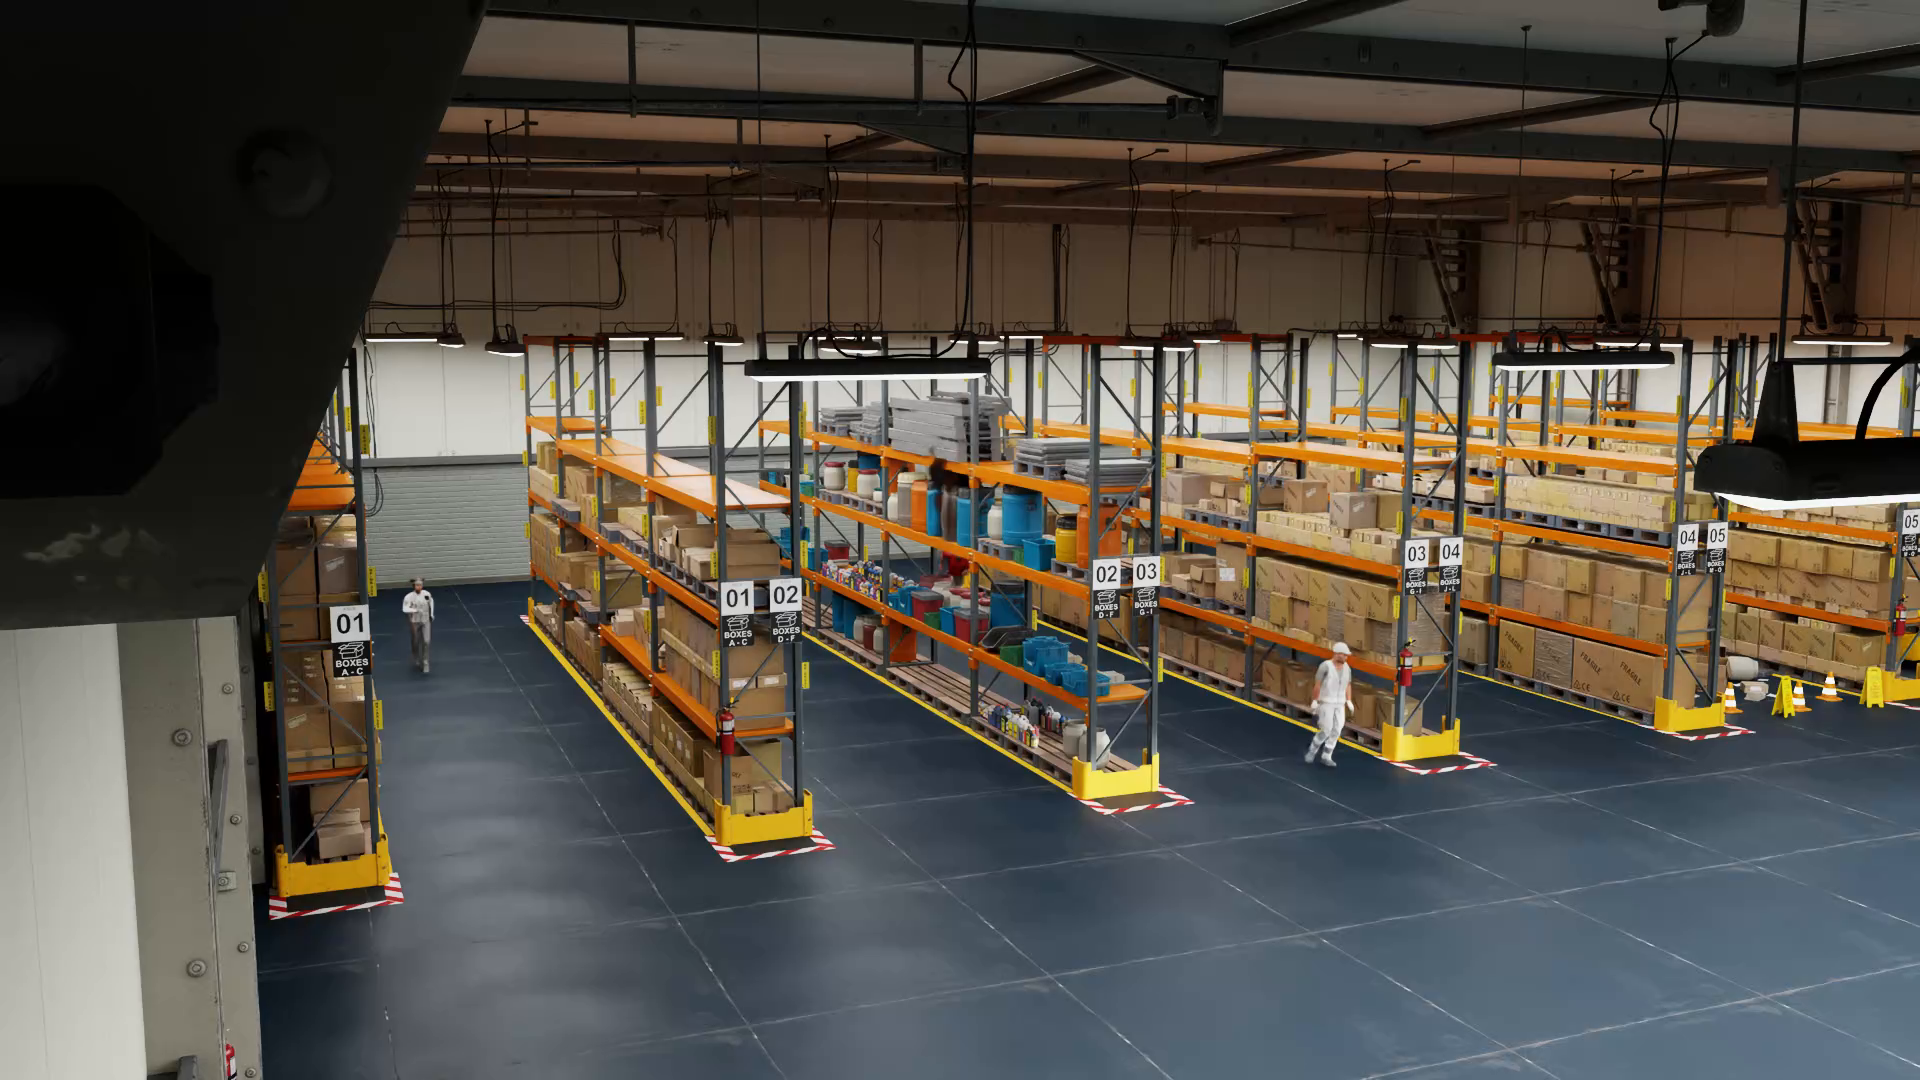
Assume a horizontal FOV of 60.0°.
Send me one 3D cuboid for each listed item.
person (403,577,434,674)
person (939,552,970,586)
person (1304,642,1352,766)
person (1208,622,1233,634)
[{"bbox_3d":[-9.753,1.507,29.977,0.567,1.740,0.808,-3,8,-24],"label":"person"},{"bbox_3d":[-0.101,0.842,35.894,0.677,1.511,1.178,-1,8,-8],"label":"person"},{"bbox_3d":[5.230,2.313,23.515,0.654,1.766,0.471,-3,8,-23],"label":"person"},{"bbox_3d":[5.274,1.062,33.864,0.656,1.631,0.982,-5,9,-33],"label":"person"}]
